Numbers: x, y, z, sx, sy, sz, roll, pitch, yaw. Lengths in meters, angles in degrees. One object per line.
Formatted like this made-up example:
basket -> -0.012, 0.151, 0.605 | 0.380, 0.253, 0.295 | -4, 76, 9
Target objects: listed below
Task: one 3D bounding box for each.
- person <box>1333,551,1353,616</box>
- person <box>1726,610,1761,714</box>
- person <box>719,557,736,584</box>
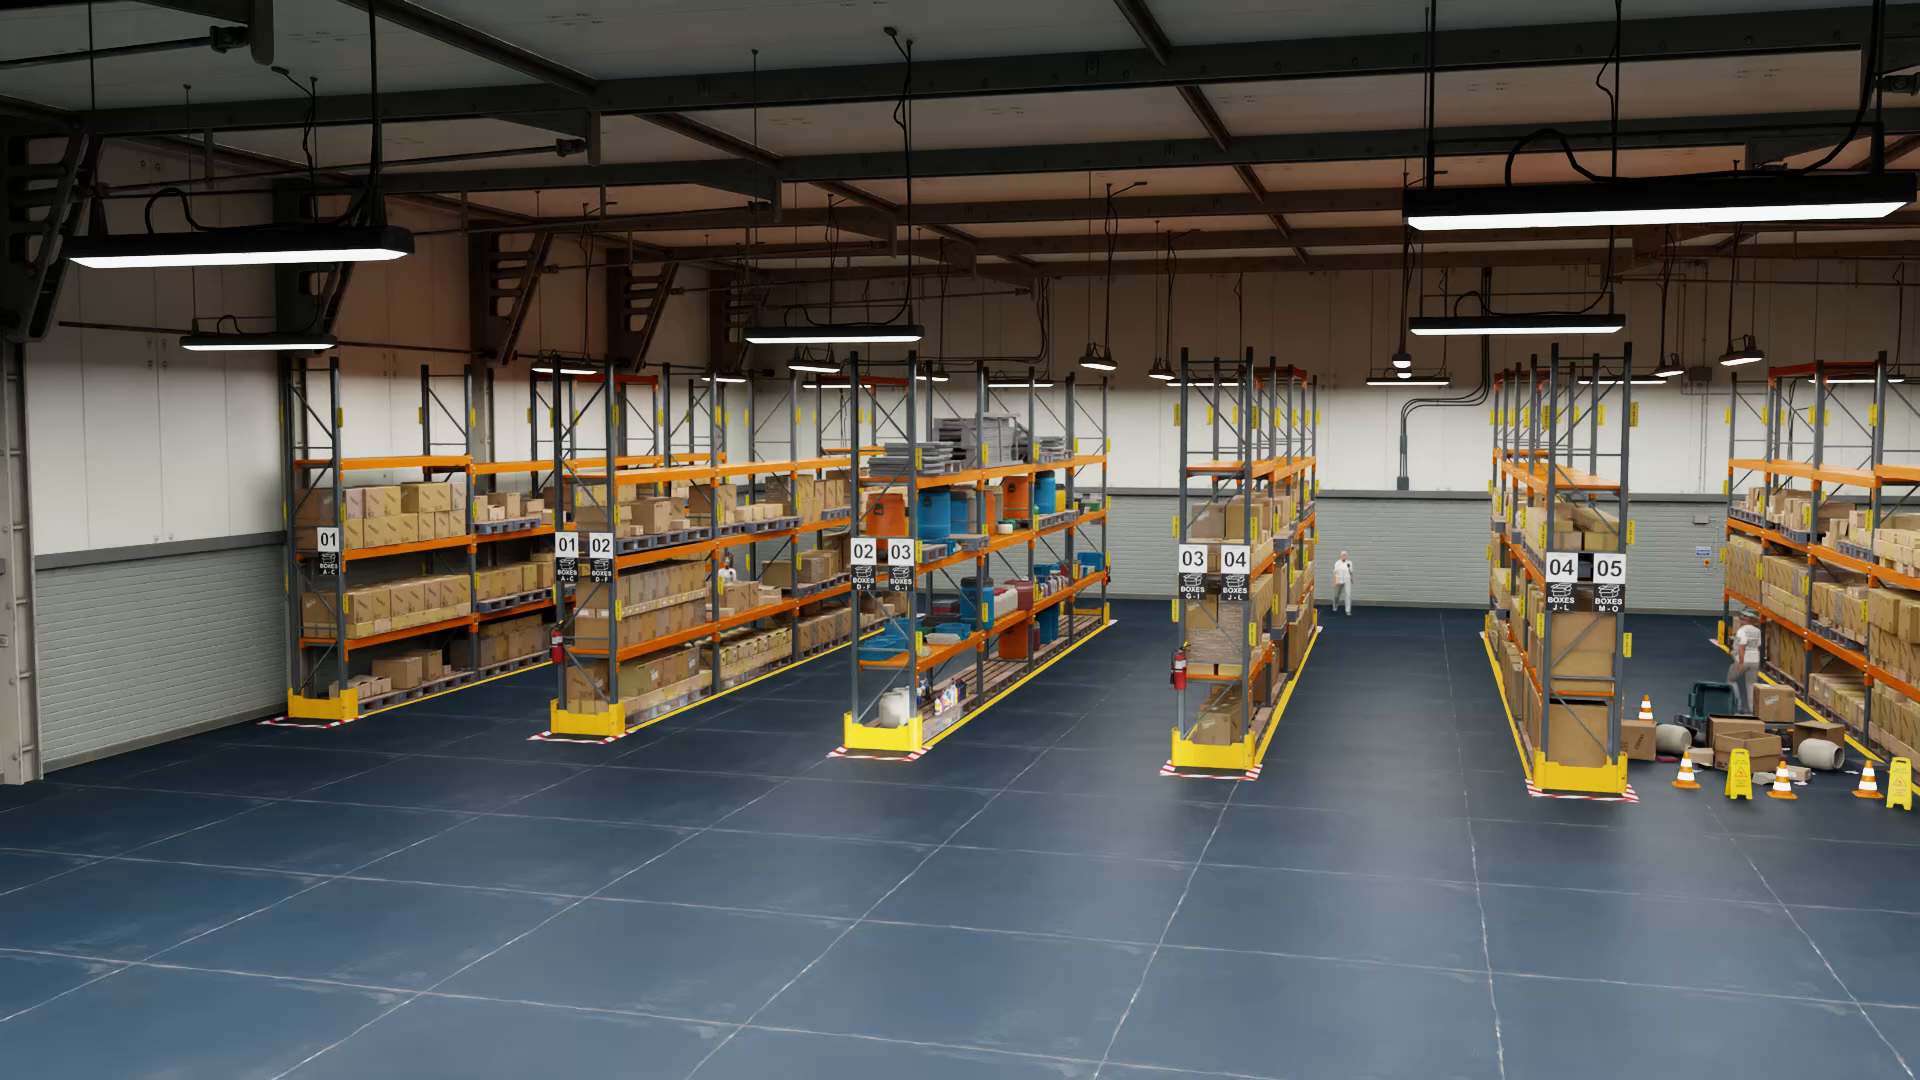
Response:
person -> 9.724, 1.078, 42.172 | 0.486, 1.616, 0.981 | 0, 4, 5
person -> 13.219, 2.077, 27.899 | 0.538, 1.769, 0.575 | 0, 4, -1
person -> -5.670, 1.219, 40.263 | 0.496, 1.624, 1.056 | 1, 4, 12
